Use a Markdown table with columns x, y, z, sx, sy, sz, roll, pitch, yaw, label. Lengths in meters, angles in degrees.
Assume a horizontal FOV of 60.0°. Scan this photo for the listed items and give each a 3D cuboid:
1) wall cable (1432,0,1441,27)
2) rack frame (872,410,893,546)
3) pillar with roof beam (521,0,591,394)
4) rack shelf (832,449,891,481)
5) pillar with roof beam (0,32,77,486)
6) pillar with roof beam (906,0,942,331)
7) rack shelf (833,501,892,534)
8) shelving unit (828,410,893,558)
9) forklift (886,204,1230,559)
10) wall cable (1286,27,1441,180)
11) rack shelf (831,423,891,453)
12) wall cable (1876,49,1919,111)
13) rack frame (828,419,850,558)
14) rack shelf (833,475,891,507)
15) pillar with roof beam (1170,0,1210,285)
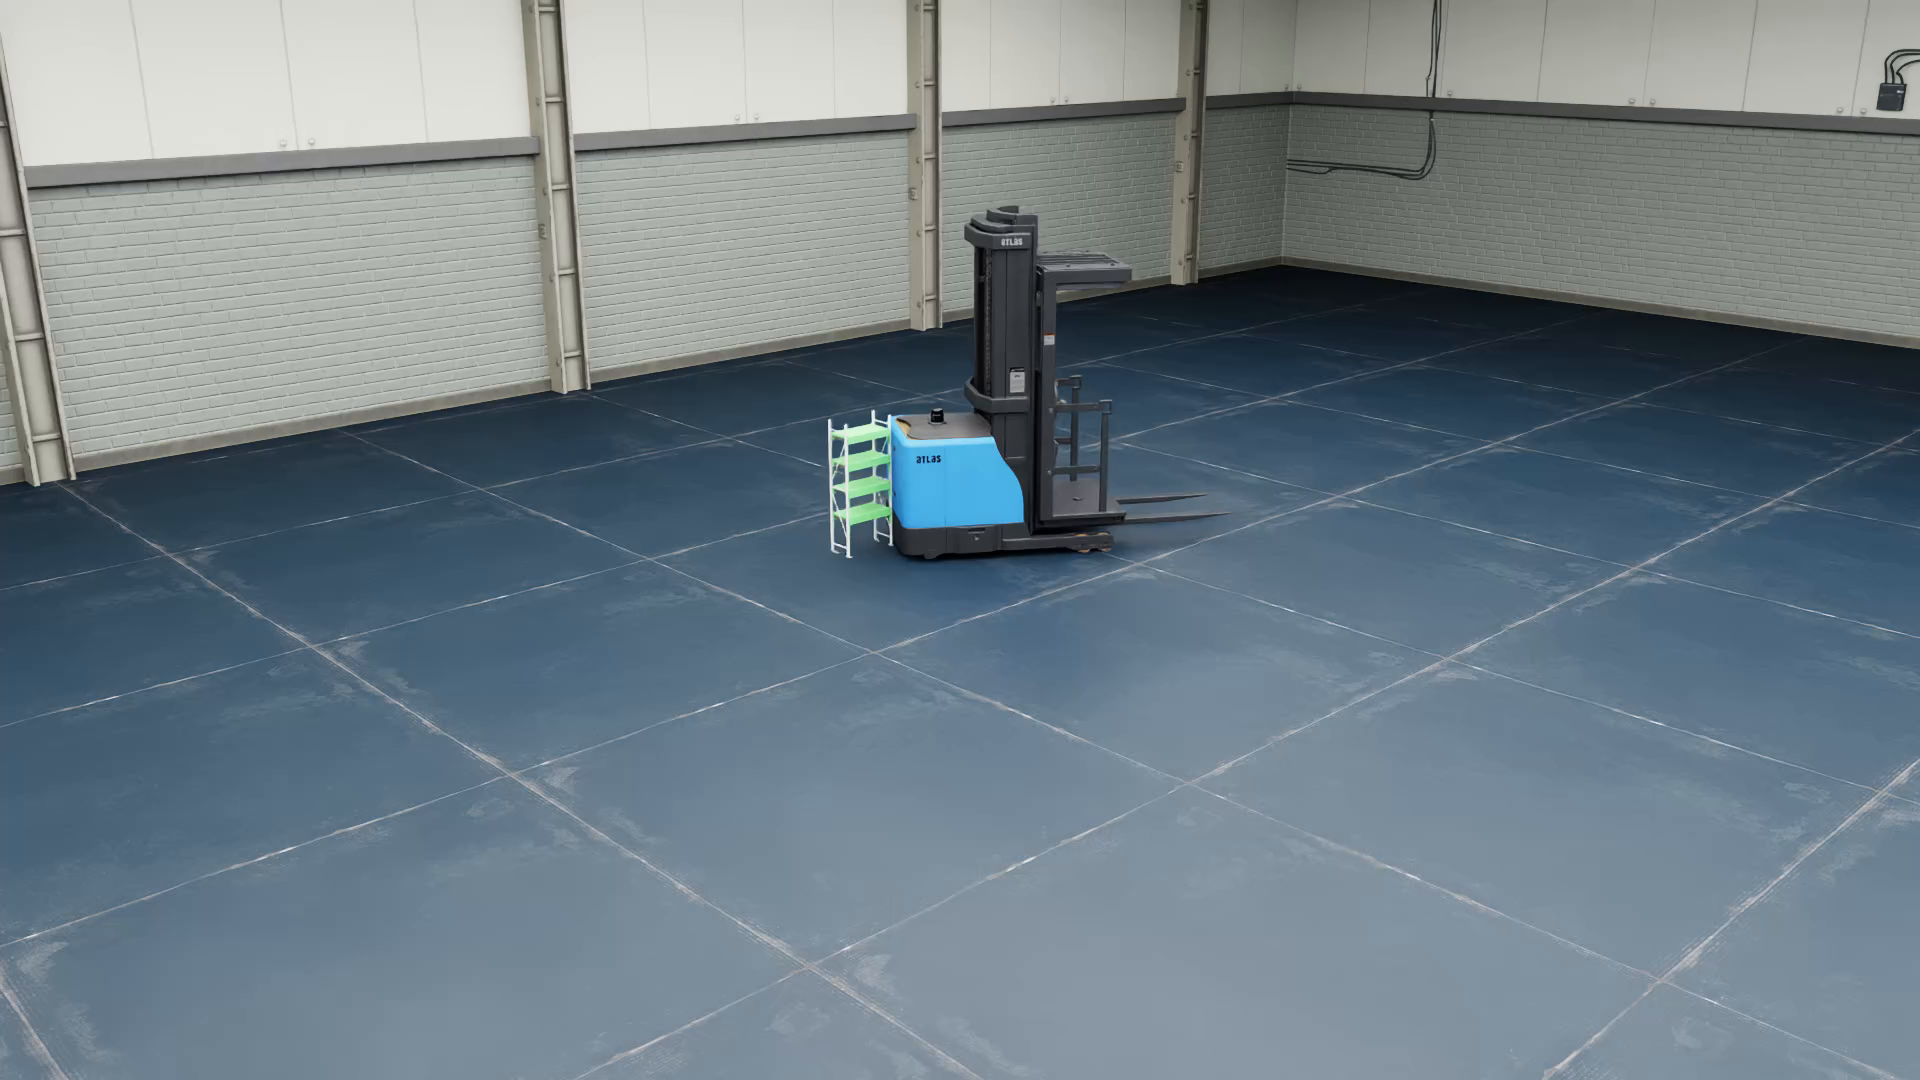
| x | y | z | sx | sy | sz | roll | pitch | yaw | label |
| --- | --- | --- | --- | --- | --- | --- | --- | --- | --- |
| 8.761 | -9.354 | 26.091 | 0.112 | 2.526 | 3.097 | -16 | 24 | -41 | wall cable |
| -0.687 | -0.542 | 14.711 | 0.015 | 1.200 | 0.240 | -16 | 24 | -40 | rack frame |
| -1.908 | -5.200 | 16.432 | 0.400 | 9.000 | 9.100 | -16 | 24 | -41 | pillar with roof beam |
| -0.867 | -0.659 | 14.499 | 0.480 | 0.148 | 0.258 | -16 | 24 | -40 | rack shelf |
| -6.268 | -3.928 | 12.510 | 0.400 | 9.000 | 9.100 | -16 | 24 | -41 | pillar with roof beam |
| 2.451 | -6.471 | 20.353 | 0.400 | 9.000 | 9.100 | -16 | 24 | -41 | pillar with roof beam |
| -0.867 | -0.202 | 14.647 | 0.480 | 0.148 | 0.258 | -16 | 24 | -40 | rack shelf |
| -0.867 | -0.491 | 14.554 | 0.503 | 1.200 | 0.258 | -16 | 24 | -40 | shelving unit |
| 0.896 | -1.436 | 14.662 | 3.031 | 2.935 | 1.130 | -4 | 18 | -11 | forklift |
| 6.902 | -7.558 | 28.740 | 0.112 | 2.526 | 3.097 | -16 | 24 | -41 | wall cable |
| -0.867 | -0.887 | 14.425 | 0.480 | 0.148 | 0.258 | -16 | 24 | -40 | rack shelf |
| 13.413 | -8.522 | 21.165 | 0.169 | 6.003 | 2.305 | -16 | 24 | -41 | wall cable |
| -1.046 | -0.440 | 14.396 | 0.015 | 1.200 | 0.240 | -16 | 24 | -40 | rack frame |
| -0.867 | -0.430 | 14.573 | 0.480 | 0.148 | 0.258 | -16 | 24 | -40 | rack shelf |
| 6.811 | -7.743 | 24.274 | 0.400 | 9.000 | 9.100 | -16 | 24 | -41 | pillar with roof beam |
